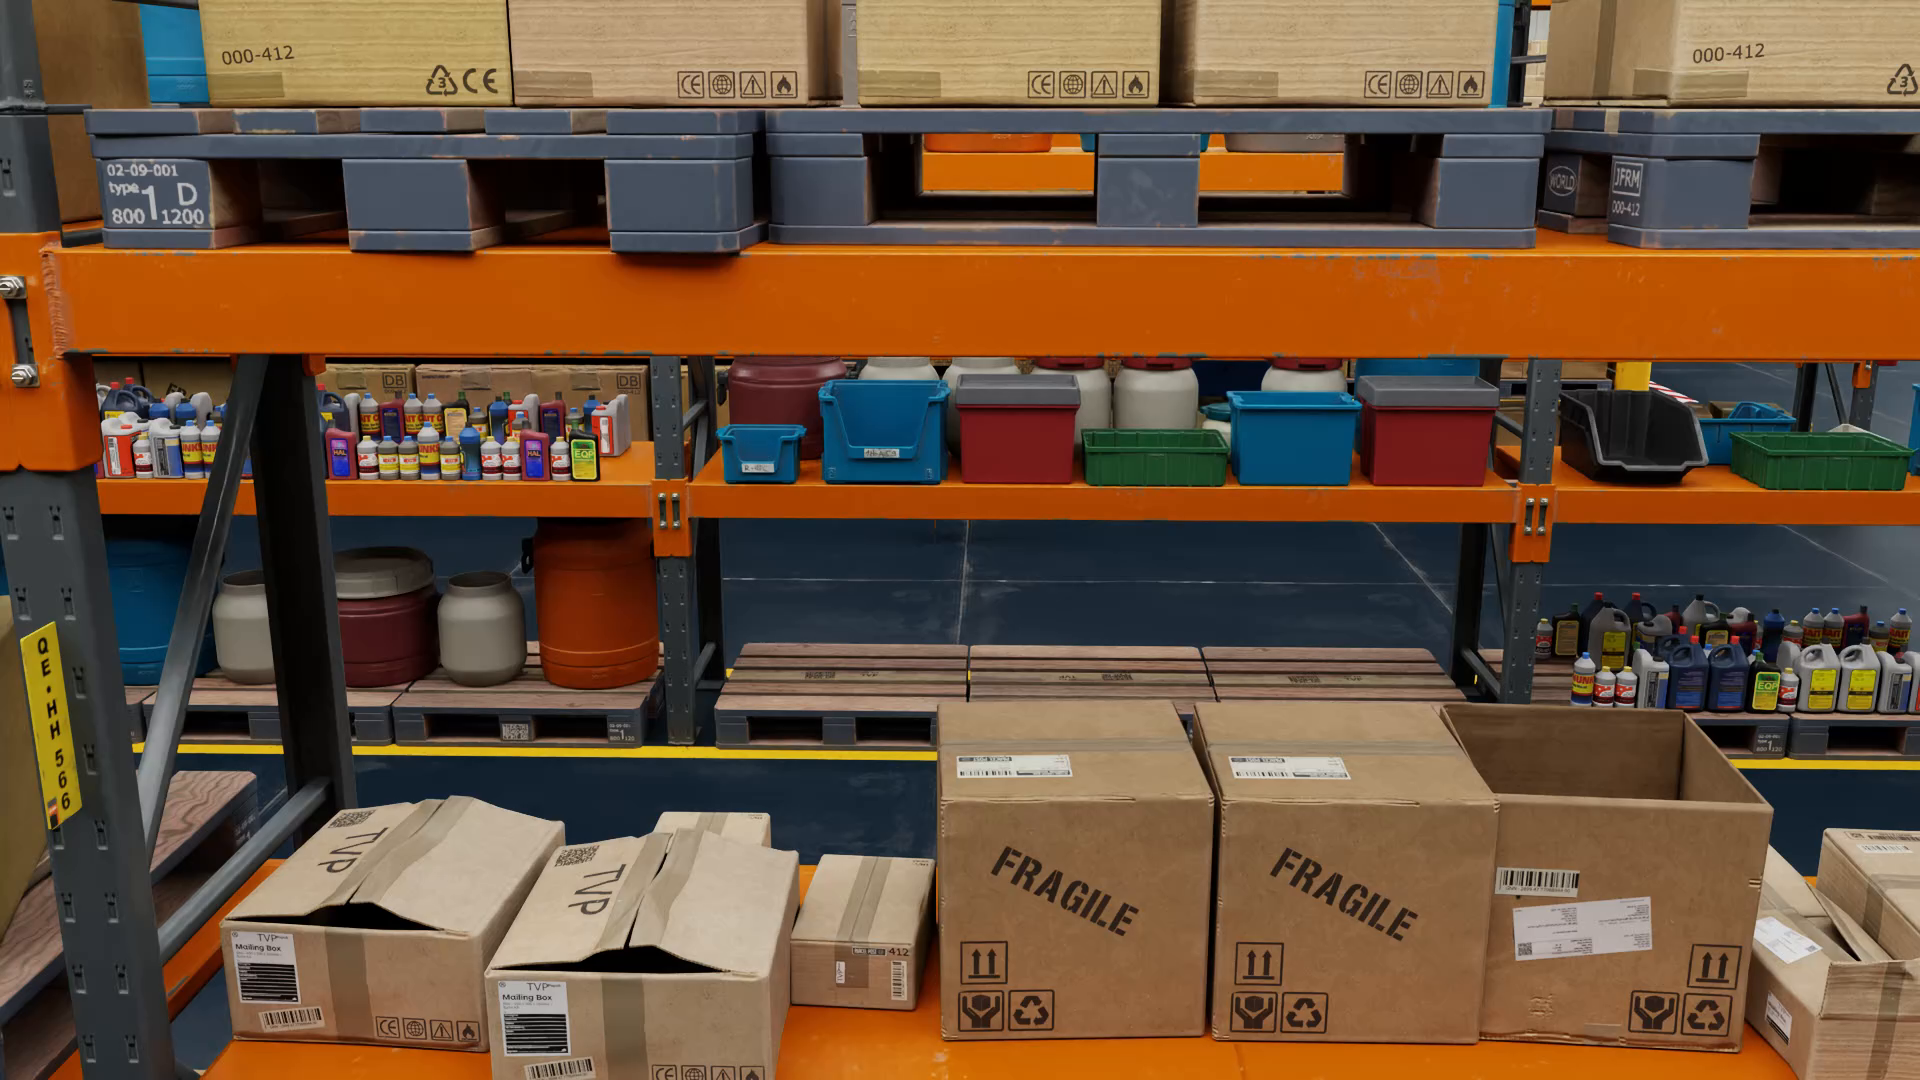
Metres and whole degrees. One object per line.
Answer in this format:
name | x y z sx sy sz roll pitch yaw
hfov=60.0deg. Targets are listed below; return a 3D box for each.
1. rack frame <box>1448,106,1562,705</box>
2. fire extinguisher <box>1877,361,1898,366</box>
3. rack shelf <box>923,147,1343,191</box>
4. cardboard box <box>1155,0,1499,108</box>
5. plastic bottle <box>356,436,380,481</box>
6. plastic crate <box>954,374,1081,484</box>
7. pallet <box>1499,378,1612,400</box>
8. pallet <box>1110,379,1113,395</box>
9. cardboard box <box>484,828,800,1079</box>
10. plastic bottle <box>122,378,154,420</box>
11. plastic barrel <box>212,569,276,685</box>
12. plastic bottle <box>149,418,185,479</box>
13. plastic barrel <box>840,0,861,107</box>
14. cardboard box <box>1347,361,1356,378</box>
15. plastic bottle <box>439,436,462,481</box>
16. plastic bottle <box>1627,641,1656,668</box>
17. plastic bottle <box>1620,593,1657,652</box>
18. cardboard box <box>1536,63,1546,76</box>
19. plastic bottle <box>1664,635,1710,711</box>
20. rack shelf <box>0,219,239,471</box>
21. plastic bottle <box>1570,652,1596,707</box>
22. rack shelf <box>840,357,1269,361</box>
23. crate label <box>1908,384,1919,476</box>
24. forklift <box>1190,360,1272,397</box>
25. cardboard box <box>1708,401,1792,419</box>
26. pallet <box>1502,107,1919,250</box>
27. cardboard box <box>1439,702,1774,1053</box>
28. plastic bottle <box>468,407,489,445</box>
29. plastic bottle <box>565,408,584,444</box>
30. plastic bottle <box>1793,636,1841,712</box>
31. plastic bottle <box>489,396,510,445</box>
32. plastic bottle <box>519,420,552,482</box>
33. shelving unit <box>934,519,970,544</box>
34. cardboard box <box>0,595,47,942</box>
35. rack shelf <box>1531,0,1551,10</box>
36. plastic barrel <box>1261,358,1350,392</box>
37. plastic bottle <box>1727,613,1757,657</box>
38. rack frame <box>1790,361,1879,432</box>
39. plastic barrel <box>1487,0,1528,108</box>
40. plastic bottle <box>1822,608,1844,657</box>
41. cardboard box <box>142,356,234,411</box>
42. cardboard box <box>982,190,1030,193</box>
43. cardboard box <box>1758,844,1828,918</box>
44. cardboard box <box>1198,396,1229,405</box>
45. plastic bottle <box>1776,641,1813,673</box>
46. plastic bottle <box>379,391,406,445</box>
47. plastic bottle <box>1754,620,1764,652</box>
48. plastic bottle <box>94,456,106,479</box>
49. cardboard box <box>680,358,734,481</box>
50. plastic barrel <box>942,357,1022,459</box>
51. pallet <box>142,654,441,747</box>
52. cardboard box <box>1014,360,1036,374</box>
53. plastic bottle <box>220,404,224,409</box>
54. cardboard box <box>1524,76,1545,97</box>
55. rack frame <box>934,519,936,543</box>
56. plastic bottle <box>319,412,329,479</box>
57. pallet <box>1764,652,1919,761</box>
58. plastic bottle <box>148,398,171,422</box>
rack frame | 2.659 -0.553 8.055 0.127 3.000 1.000 0 15 1
fire extinguisher | 6.887 -1.634 12.305 0.183 0.674 0.296 0 15 1
rack shelf | 0.660 -1.668 7.813 4.000 0.370 1.077 0 15 1
cardboard box | 0.619 -0.898 2.956 0.500 0.250 0.500 -1 15 -3
plastic bottle | -2.782 -0.388 7.819 0.097 0.201 0.097 0 15 0
plastic crate | 0.268 -0.521 7.810 0.583 0.464 0.402 0 15 1
pallet | 6.211 -1.691 17.835 1.213 0.211 1.003 0 15 1
pallet | 1.017 -1.725 17.963 1.213 0.211 1.003 0 15 1
cardboard box | -0.581 0.783 3.168 0.500 0.311 0.500 0 15 1
plastic bottle | -4.226 -0.657 8.548 0.185 0.351 0.144 0 15 1
plastic barrel | -3.525 0.434 8.368 0.421 0.512 0.421 0 15 0
plastic bottle | -3.728 -0.437 7.860 0.135 0.276 0.152 0 15 1
plastic barrel | -0.524 -2.211 7.477 0.600 0.901 0.600 0 15 0
cardboard box | 4.542 -2.229 17.750 0.875 0.875 0.875 0 15 2
plastic bottle | -2.392 -0.385 7.810 0.097 0.201 0.097 0 15 0
plastic bottle | 3.293 0.630 8.035 0.133 0.283 0.061 0 15 1
plastic bottle | 3.502 0.447 8.594 0.185 0.351 0.144 0 15 -1
cardboard box | 6.016 -4.762 16.823 0.500 0.250 0.500 0 15 2
plastic bottle | 3.455 0.627 7.915 0.185 0.351 0.144 1 15 3
rack shelf | -3.469 -0.431 3.124 4.000 0.370 1.077 0 15 1
plastic bottle | 2.967 0.668 7.915 0.097 0.271 0.097 0 15 0
rack shelf | 0.786 -1.481 12.983 4.000 0.370 1.077 0 15 1
crate label | 4.811 -0.487 7.735 0.616 0.435 0.502 0 15 1
forklift | 2.311 -2.328 14.917 1.130 2.935 3.031 2 15 7
cardboard box | 6.161 -0.792 13.040 0.500 0.500 0.500 3 15 12
pallet | 1.647 -0.650 2.918 1.217 0.209 0.805 0 15 -1
cardboard box | 1.235 0.650 3.302 0.500 0.500 0.500 1 15 5
plastic bottle | -2.475 -0.580 8.546 0.097 0.201 0.097 0 15 0
plastic bottle | -1.976 -0.576 8.534 0.097 0.201 0.097 0 15 0
plastic bottle | 4.069 0.631 7.900 0.185 0.351 0.144 0 15 1
plastic bottle | -2.343 -0.597 8.475 0.097 0.271 0.097 0 15 0
plastic bottle | -1.986 -0.418 7.772 0.133 0.283 0.061 0 15 1
shelving unit | -0.053 -0.508 11.707 0.252 1.050 0.215 0 15 1
cardboard box | -2.102 0.458 3.206 0.500 0.500 0.700 -5 16 -17
rack shelf | 5.013 -5.426 16.962 4.000 0.370 1.077 0 15 1
plastic barrel | 1.708 -0.681 8.273 0.433 0.535 0.433 0 15 0
plastic bottle | 3.985 0.511 8.484 0.133 0.283 0.061 0 15 1
rack frame | 6.784 -1.790 12.743 0.127 3.000 1.000 0 15 1
plastic barrel | 2.145 -2.193 7.411 0.708 0.901 0.600 0 15 1
plastic bottle | 4.511 0.486 8.602 0.097 0.271 0.097 0 15 0
cardboard box | -5.869 -1.068 13.351 0.875 0.875 0.875 0 15 1
cardboard box | 0.482 -3.627 17.550 0.500 0.500 0.700 0 15 1
cardboard box | 1.648 0.774 3.518 0.250 0.149 0.380 0 15 1
cardboard box | 2.172 -0.829 13.141 0.500 0.500 0.700 -1 15 -3
plastic bottle | 4.048 0.629 8.054 0.135 0.276 0.152 0 15 1
plastic bottle | -2.918 -0.627 8.564 0.133 0.283 0.061 0 15 1
plastic bottle | 4.106 0.518 8.621 0.097 0.201 0.097 0 15 0
plastic bottle | -4.095 -0.431 7.824 0.133 0.283 0.061 0 15 1
cardboard box | -1.902 -1.027 13.196 0.875 0.875 1.225 0 15 -1
plastic barrel | 0.115 -0.678 8.310 0.421 0.512 0.421 0 15 0
pallet | -3.345 0.766 8.521 1.213 0.211 1.003 0 15 1
cardboard box | 0.495 -2.190 17.846 0.750 0.750 1.050 1 15 2
plastic bottle | -3.700 -0.617 8.540 0.135 0.276 0.152 0 15 1
cardboard box | 4.152 -3.300 12.099 0.250 0.149 0.380 0 15 0
rack frame | -0.175 -0.509 11.710 0.008 1.050 0.200 0 15 1
plastic bottle | -3.055 -0.468 7.830 0.185 0.351 0.144 0 15 1
pallet | 4.552 0.818 8.326 1.213 0.211 1.003 0 15 1
plastic bottle | -4.051 -0.585 8.429 0.097 0.271 0.097 0 15 0
